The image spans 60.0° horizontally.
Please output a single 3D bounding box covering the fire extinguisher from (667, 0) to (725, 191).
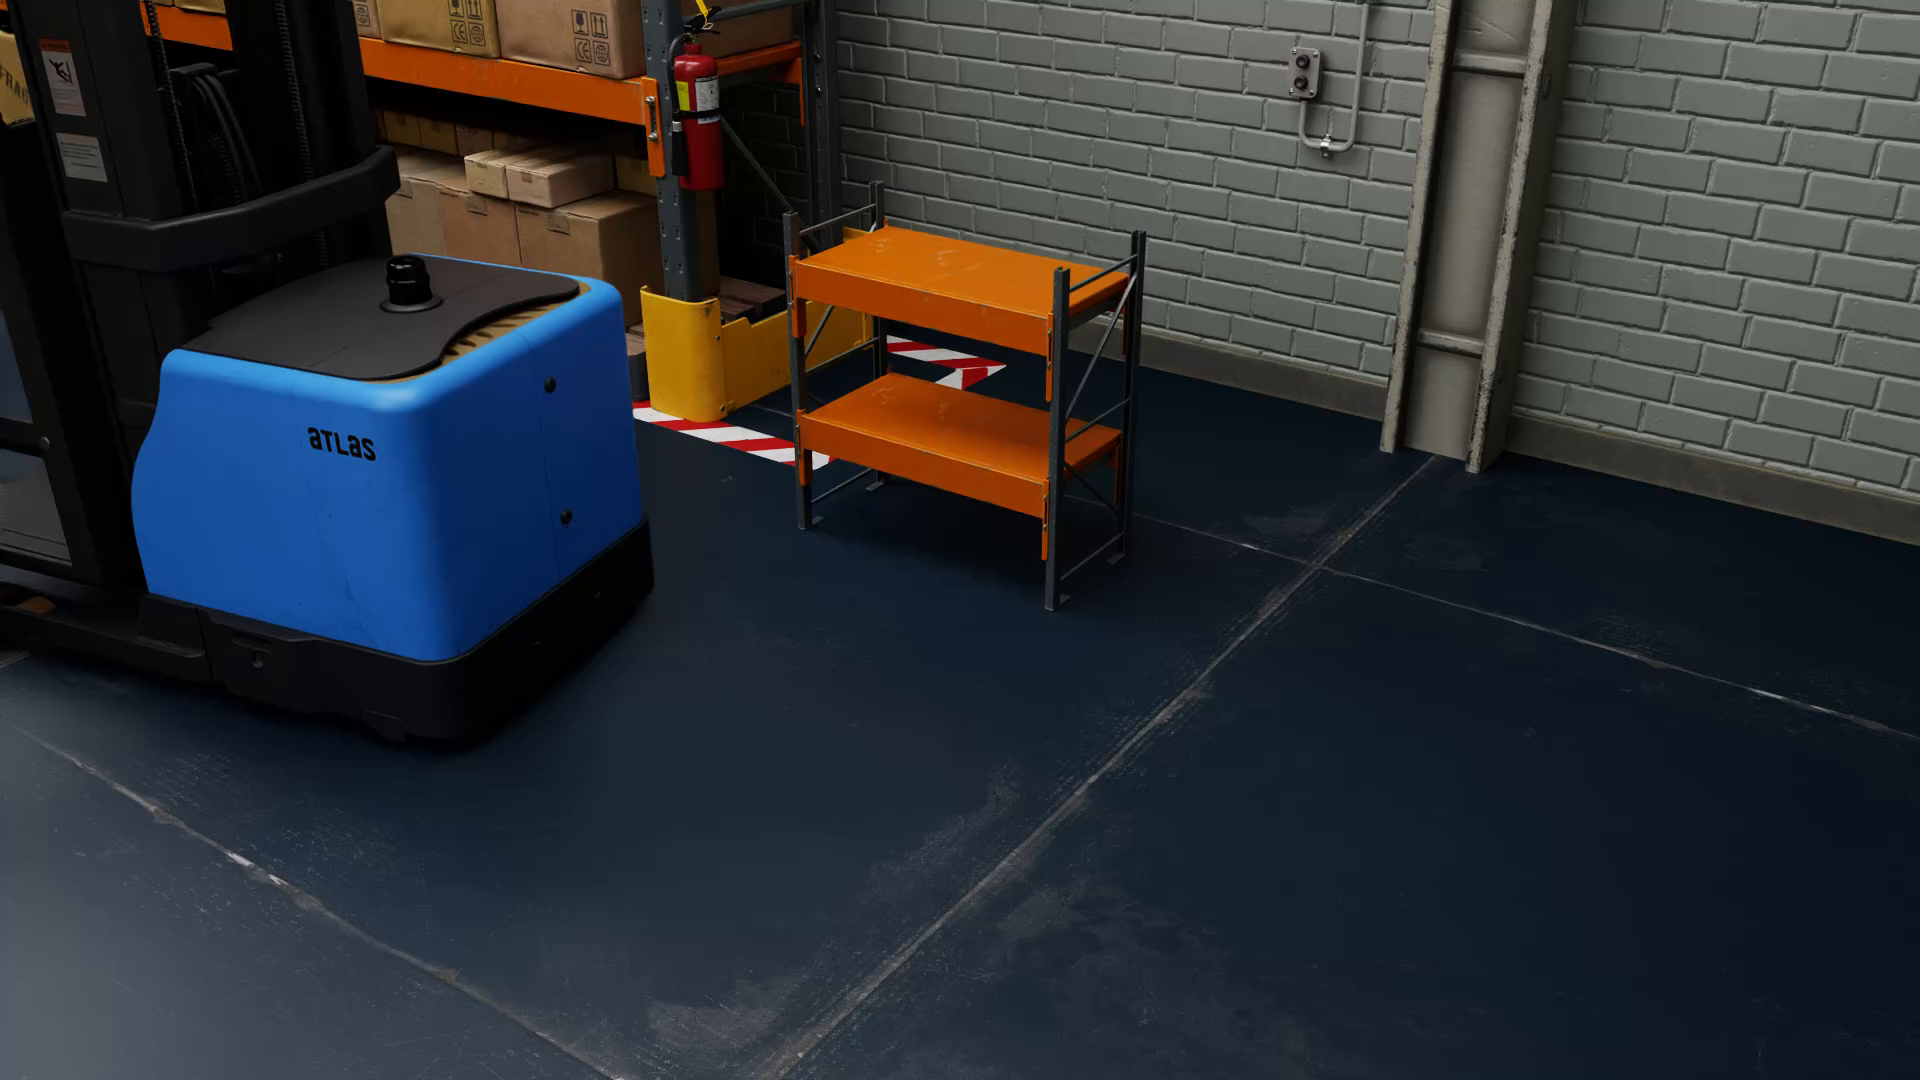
[{"bbox_3d":[-0.980,-1.650,6.182,0.183,0.674,0.296,17,32,30],"label":"fire extinguisher"}]

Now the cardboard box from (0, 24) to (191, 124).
[{"bbox_3d":[-4.750,-2.437,9.138,0.750,0.750,0.750,18,32,31],"label":"cardboard box"}]

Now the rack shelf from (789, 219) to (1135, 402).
[{"bbox_3d":[0.006,-0.760,5.359,1.000,0.278,0.538,17,32,30],"label":"rack shelf"}]

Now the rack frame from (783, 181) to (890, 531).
[{"bbox_3d":[-0.413,-0.630,5.748,0.032,1.125,0.500,17,32,30],"label":"rack frame"}]

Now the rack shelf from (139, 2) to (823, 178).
[{"bbox_3d":[-2.492,-2.255,7.667,4.000,0.370,1.077,17,32,30],"label":"rack shelf"}]

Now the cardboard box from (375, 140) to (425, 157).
[{"bbox_3d":[-2.748,-1.669,8.016,0.500,0.500,0.700,18,32,31],"label":"cardboard box"}]

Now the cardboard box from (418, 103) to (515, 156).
[{"bbox_3d":[-2.307,-1.934,7.822,0.250,0.149,0.380,18,32,31],"label":"cardboard box"}]

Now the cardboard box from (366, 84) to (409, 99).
[{"bbox_3d":[-2.936,-2.131,8.208,0.250,0.149,0.380,16,31,29],"label":"cardboard box"}]

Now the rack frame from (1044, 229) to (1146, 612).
[{"bbox_3d":[0.425,-0.369,5.235,0.032,1.125,0.500,17,32,30],"label":"rack frame"}]

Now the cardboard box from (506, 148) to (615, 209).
[{"bbox_3d":[-1.686,-1.532,7.030,0.250,0.149,0.380,17,31,30],"label":"cardboard box"}]

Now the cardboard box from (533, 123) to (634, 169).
[{"bbox_3d":[-1.679,-1.739,7.438,0.250,0.149,0.380,17,32,30],"label":"cardboard box"}]

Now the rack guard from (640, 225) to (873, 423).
[{"bbox_3d":[-0.823,-0.942,7.050,0.348,0.500,1.175,17,32,30],"label":"rack guard"}]

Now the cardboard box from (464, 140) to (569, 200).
[{"bbox_3d":[-1.897,-1.597,7.159,0.250,0.149,0.380,18,32,32],"label":"cardboard box"}]

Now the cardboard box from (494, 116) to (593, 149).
[{"bbox_3d":[-1.885,-1.804,7.565,0.250,0.149,0.380,18,32,31],"label":"cardboard box"}]

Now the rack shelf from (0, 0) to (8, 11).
[{"bbox_3d":[-5.789,-3.282,9.686,4.000,0.370,1.077,17,32,30],"label":"rack shelf"}]

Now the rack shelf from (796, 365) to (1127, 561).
[{"bbox_3d":[0.006,-0.282,5.602,1.000,0.278,0.538,17,32,30],"label":"rack shelf"}]

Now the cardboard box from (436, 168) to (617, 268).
[{"bbox_3d":[-1.889,-1.406,7.499,0.500,0.500,0.700,17,32,30],"label":"cardboard box"}]

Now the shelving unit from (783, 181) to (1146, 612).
[{"bbox_3d":[0.006,-0.500,5.491,1.048,1.125,0.538,17,32,30],"label":"shelving unit"}]

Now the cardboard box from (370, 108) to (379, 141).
[{"bbox_3d":[-2.973,-1.931,7.815,0.250,0.149,0.380,16,31,29],"label":"cardboard box"}]

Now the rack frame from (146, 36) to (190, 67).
[{"bbox_3d":[-4.140,-3.089,8.513,0.127,3.000,1.000,17,32,30],"label":"rack frame"}]

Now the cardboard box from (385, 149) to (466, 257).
[{"bbox_3d":[-2.304,-1.535,7.752,0.500,0.500,0.700,16,31,29],"label":"cardboard box"}]

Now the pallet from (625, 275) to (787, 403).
[{"bbox_3d":[-1.547,-0.996,7.474,1.213,0.211,1.003,17,32,30],"label":"pallet"}]

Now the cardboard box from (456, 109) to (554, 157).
[{"bbox_3d":[-2.095,-1.869,7.693,0.250,0.149,0.380,18,32,31],"label":"cardboard box"}]

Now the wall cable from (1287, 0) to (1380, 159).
[{"bbox_3d":[0.748,-2.540,6.313,1.851,1.984,0.084,17,32,30],"label":"wall cable"}]

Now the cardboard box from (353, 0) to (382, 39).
[{"bbox_3d":[-2.498,-2.705,7.427,0.700,0.700,0.980,16,31,28],"label":"cardboard box"}]

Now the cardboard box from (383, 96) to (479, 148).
[{"bbox_3d":[-2.515,-2.000,7.950,0.250,0.149,0.380,17,31,29],"label":"cardboard box"}]

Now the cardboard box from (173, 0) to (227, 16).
[{"bbox_3d":[-3.104,-2.888,7.787,0.700,0.700,0.980,16,31,29],"label":"cardboard box"}]

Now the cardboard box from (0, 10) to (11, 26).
[{"bbox_3d":[-5.484,-2.664,9.585,0.750,0.750,0.750,18,32,32],"label":"cardboard box"}]

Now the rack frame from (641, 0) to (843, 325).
[{"bbox_3d":[-0.843,-2.062,6.495,0.127,3.000,1.000,17,32,30],"label":"rack frame"}]

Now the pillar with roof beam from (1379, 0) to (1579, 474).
[{"bbox_3d":[-0.565,-2.757,1.245,0.400,9.000,9.100,17,32,30],"label":"pillar with roof beam"}]

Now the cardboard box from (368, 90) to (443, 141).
[{"bbox_3d":[-2.728,-2.066,8.079,0.250,0.149,0.380,18,32,31],"label":"cardboard box"}]

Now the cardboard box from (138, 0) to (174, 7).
[{"bbox_3d":[-3.702,-3.078,8.160,0.700,0.700,0.980,18,32,31],"label":"cardboard box"}]

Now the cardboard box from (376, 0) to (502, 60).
[{"bbox_3d":[-1.875,-2.506,7.036,0.700,0.700,0.980,17,32,30],"label":"cardboard box"}]

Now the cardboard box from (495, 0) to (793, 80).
[{"bbox_3d":[-1.269,-2.323,6.677,0.700,0.700,0.980,19,33,33],"label":"cardboard box"}]

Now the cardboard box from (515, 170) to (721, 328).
[{"bbox_3d":[-1.477,-1.278,7.247,0.500,0.500,0.700,17,32,30],"label":"cardboard box"}]

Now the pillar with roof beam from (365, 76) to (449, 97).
[{"bbox_3d":[-5.511,-4.297,4.272,0.400,9.000,9.100,17,32,30],"label":"pillar with roof beam"}]

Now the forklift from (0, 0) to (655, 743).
[{"bbox_3d":[-2.541,-1.172,4.821,3.031,2.935,1.130,11,29,20],"label":"forklift"}]

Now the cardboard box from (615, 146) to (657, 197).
[{"bbox_3d":[-1.260,-1.610,7.183,0.250,0.149,0.380,18,32,31],"label":"cardboard box"}]
